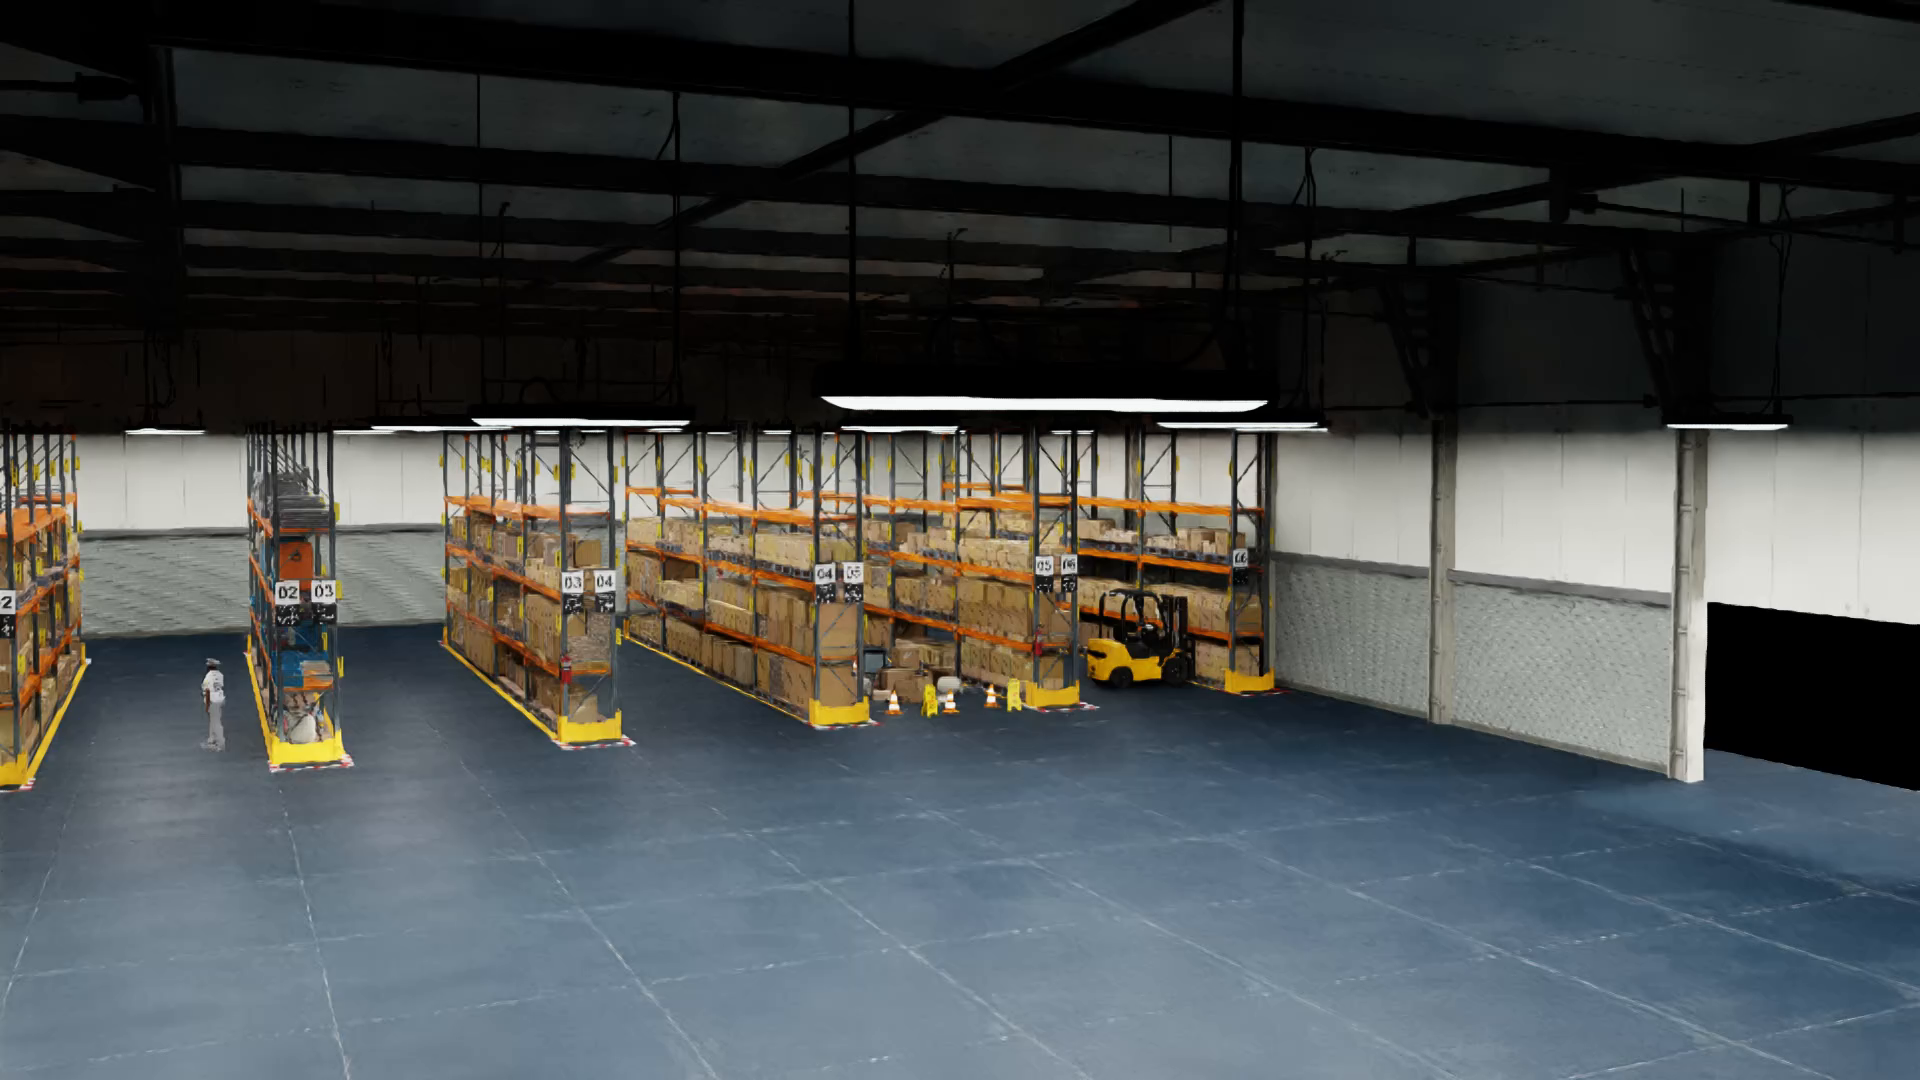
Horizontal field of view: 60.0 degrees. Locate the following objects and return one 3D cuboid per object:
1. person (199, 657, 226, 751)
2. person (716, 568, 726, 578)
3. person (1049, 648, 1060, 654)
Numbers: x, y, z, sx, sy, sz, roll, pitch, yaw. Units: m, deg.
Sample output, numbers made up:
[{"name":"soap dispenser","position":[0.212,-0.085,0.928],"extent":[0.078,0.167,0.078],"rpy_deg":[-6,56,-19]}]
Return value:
[{"name":"person","position":[-13.673,2.977,30.385],"extent":[0.597,1.667,0.658],"rpy_deg":[0,4,1]},{"name":"person","position":[-7.461,1.667,52.348],"extent":[0.469,1.584,0.508],"rpy_deg":[1,4,13]},{"name":"person","position":[2.180,2.402,39.254],"extent":[0.494,1.713,0.578],"rpy_deg":[0,4,6]}]
